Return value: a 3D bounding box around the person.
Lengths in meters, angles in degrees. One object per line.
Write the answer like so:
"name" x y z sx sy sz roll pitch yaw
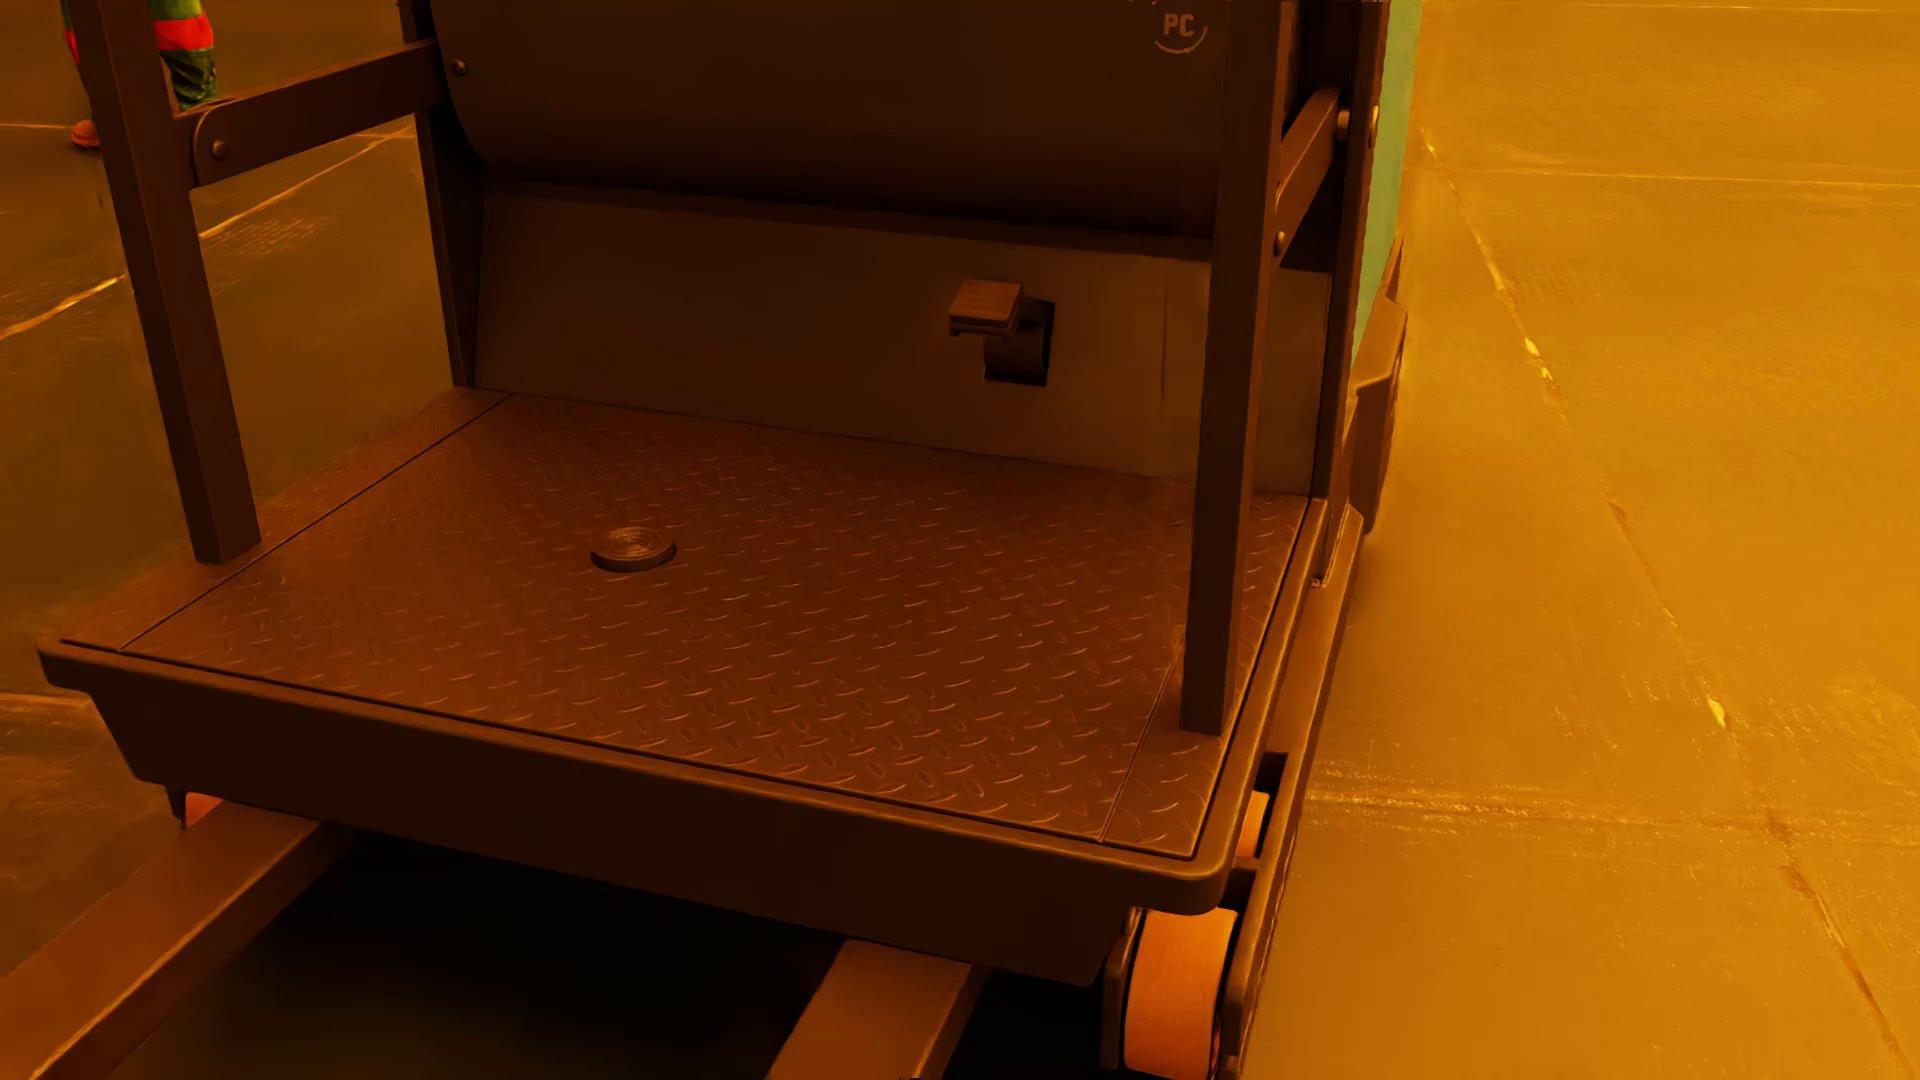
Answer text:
"person" -2.346 -1.929 4.367 0.635 1.791 0.522 -21 34 -36

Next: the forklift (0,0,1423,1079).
"forklift" -0.182 -1.021 1.263 1.130 2.935 3.031 8 28 16
